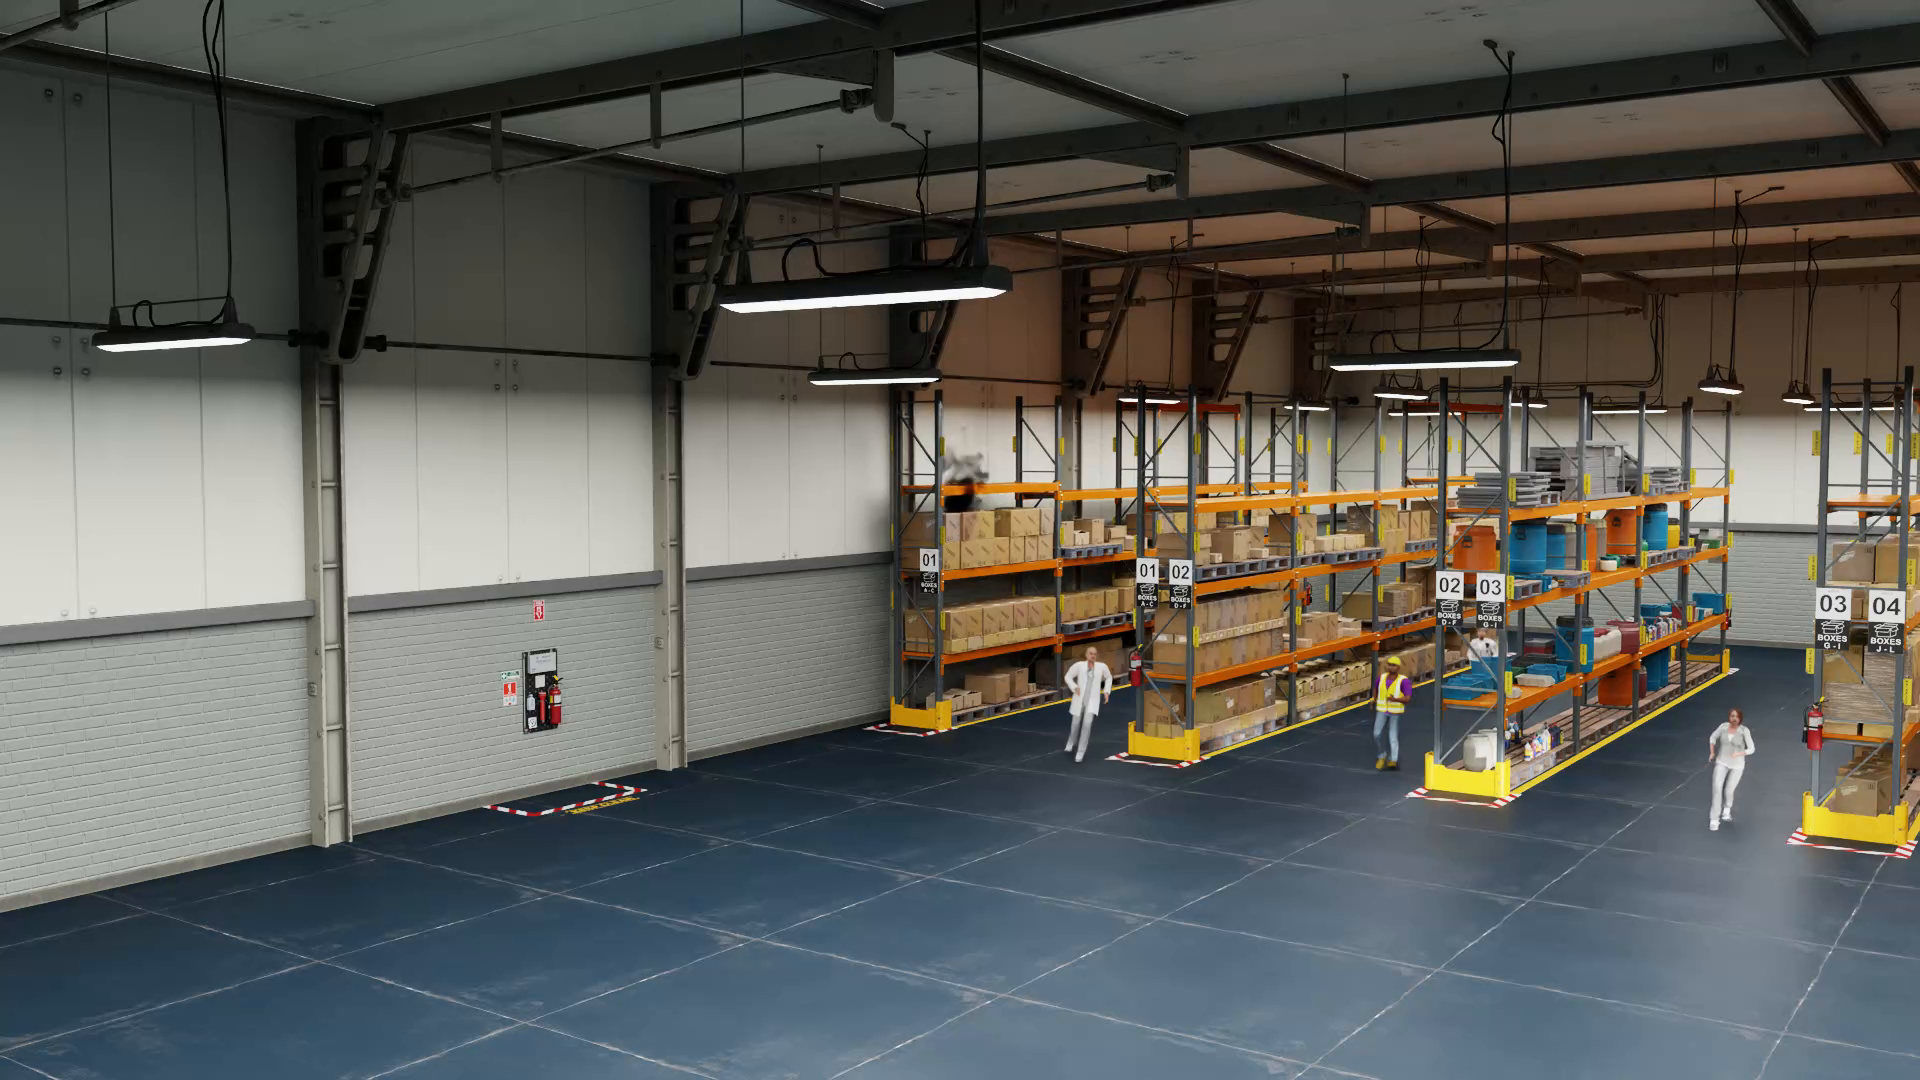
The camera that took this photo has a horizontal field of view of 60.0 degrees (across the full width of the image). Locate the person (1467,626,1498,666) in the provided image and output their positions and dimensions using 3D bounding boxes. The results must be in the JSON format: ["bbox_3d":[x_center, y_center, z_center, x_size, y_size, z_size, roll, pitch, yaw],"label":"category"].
[{"bbox_3d":[9.866,2.405,31.433,0.592,1.651,0.519,2,4,28],"label":"person"}]

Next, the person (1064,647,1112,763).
[{"bbox_3d":[2.054,2.615,26.760,0.762,1.790,0.968,0,3,6],"label":"person"}]

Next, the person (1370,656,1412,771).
[{"bbox_3d":[6.643,2.683,25.697,0.666,1.763,0.651,2,4,30],"label":"person"}]

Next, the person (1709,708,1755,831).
[{"bbox_3d":[10.124,2.984,21.850,0.570,1.583,0.812,2,4,33],"label":"person"}]
